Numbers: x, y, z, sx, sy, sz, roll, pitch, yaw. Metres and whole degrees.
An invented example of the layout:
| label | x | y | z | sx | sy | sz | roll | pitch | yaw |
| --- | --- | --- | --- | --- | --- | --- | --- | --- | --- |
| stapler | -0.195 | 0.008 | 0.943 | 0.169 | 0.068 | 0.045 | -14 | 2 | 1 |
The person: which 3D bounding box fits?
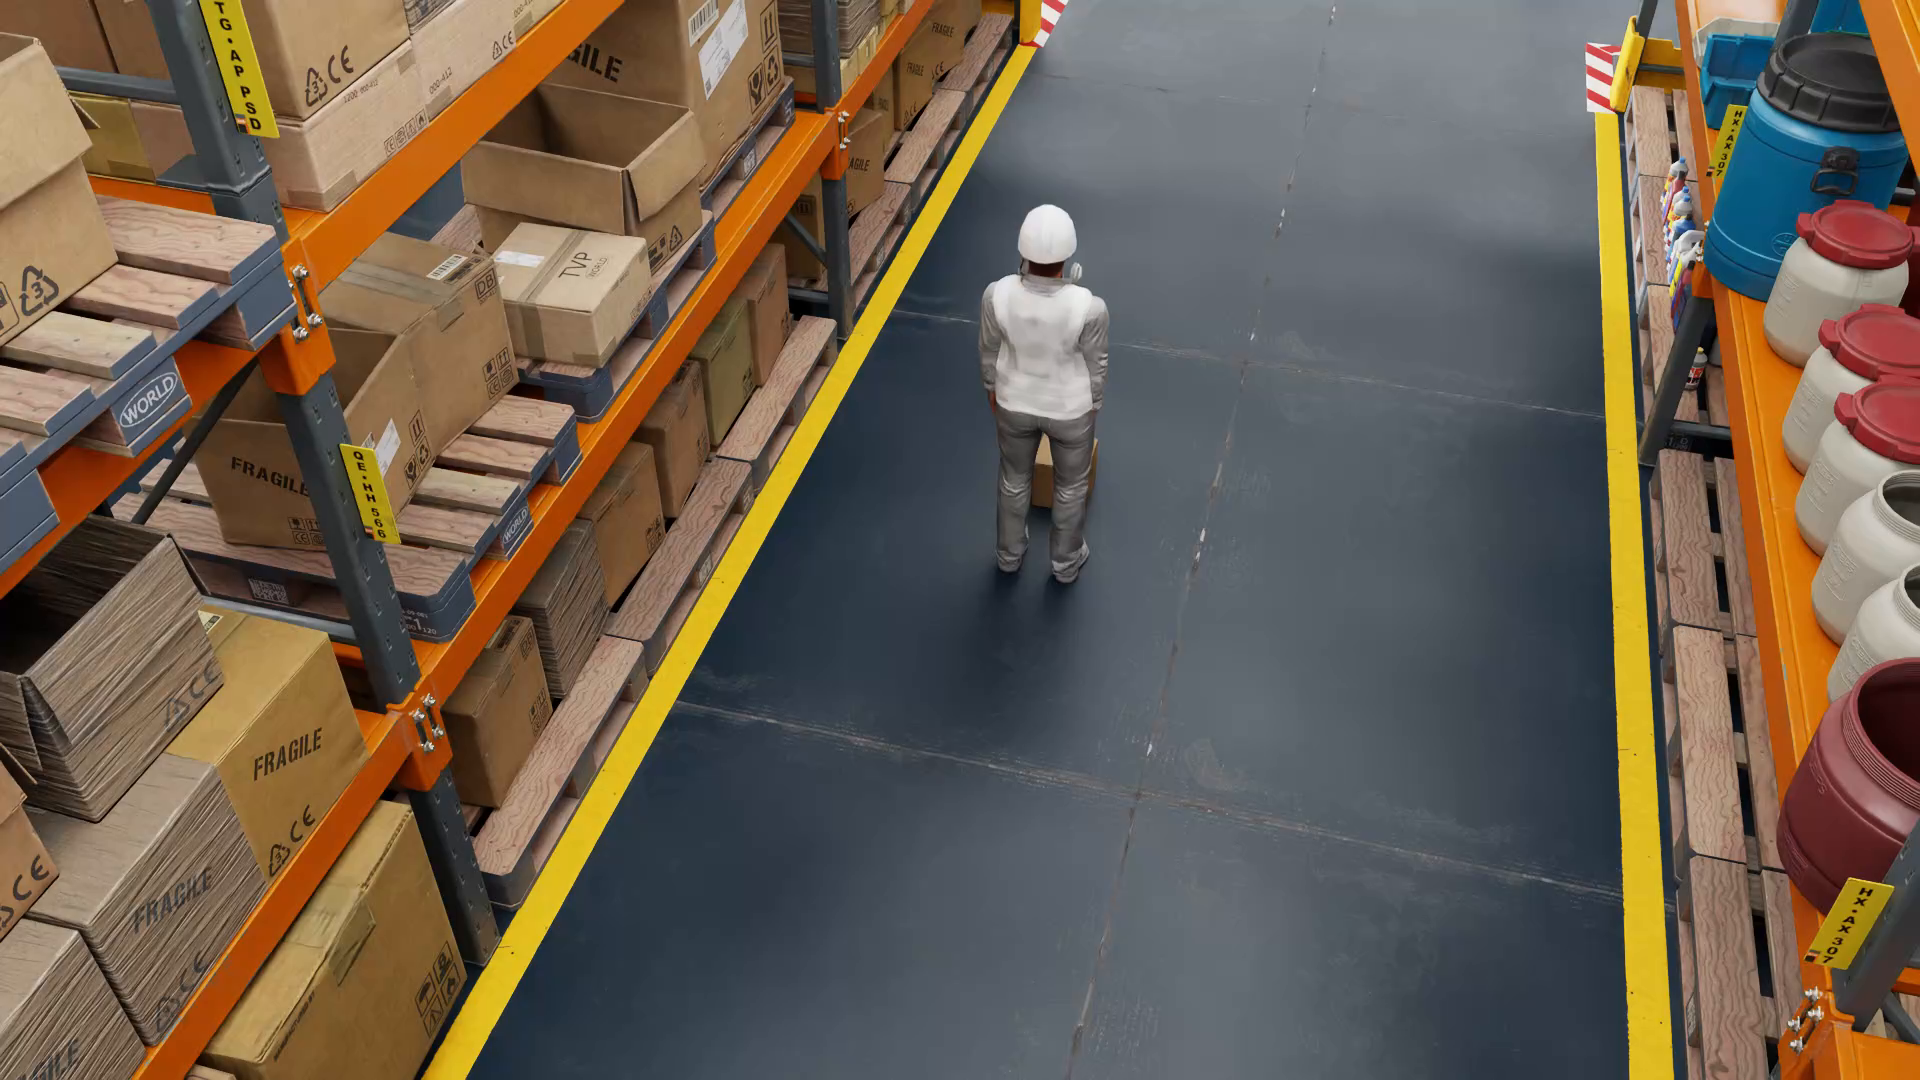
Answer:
| label | x | y | z | sx | sy | sz | roll | pitch | yaw |
| --- | --- | --- | --- | --- | --- | --- | --- | --- | --- |
| person | 0.339 | -0.587 | 6.823 | 0.532 | 1.768 | 0.360 | 11 | 42 | 12 |
